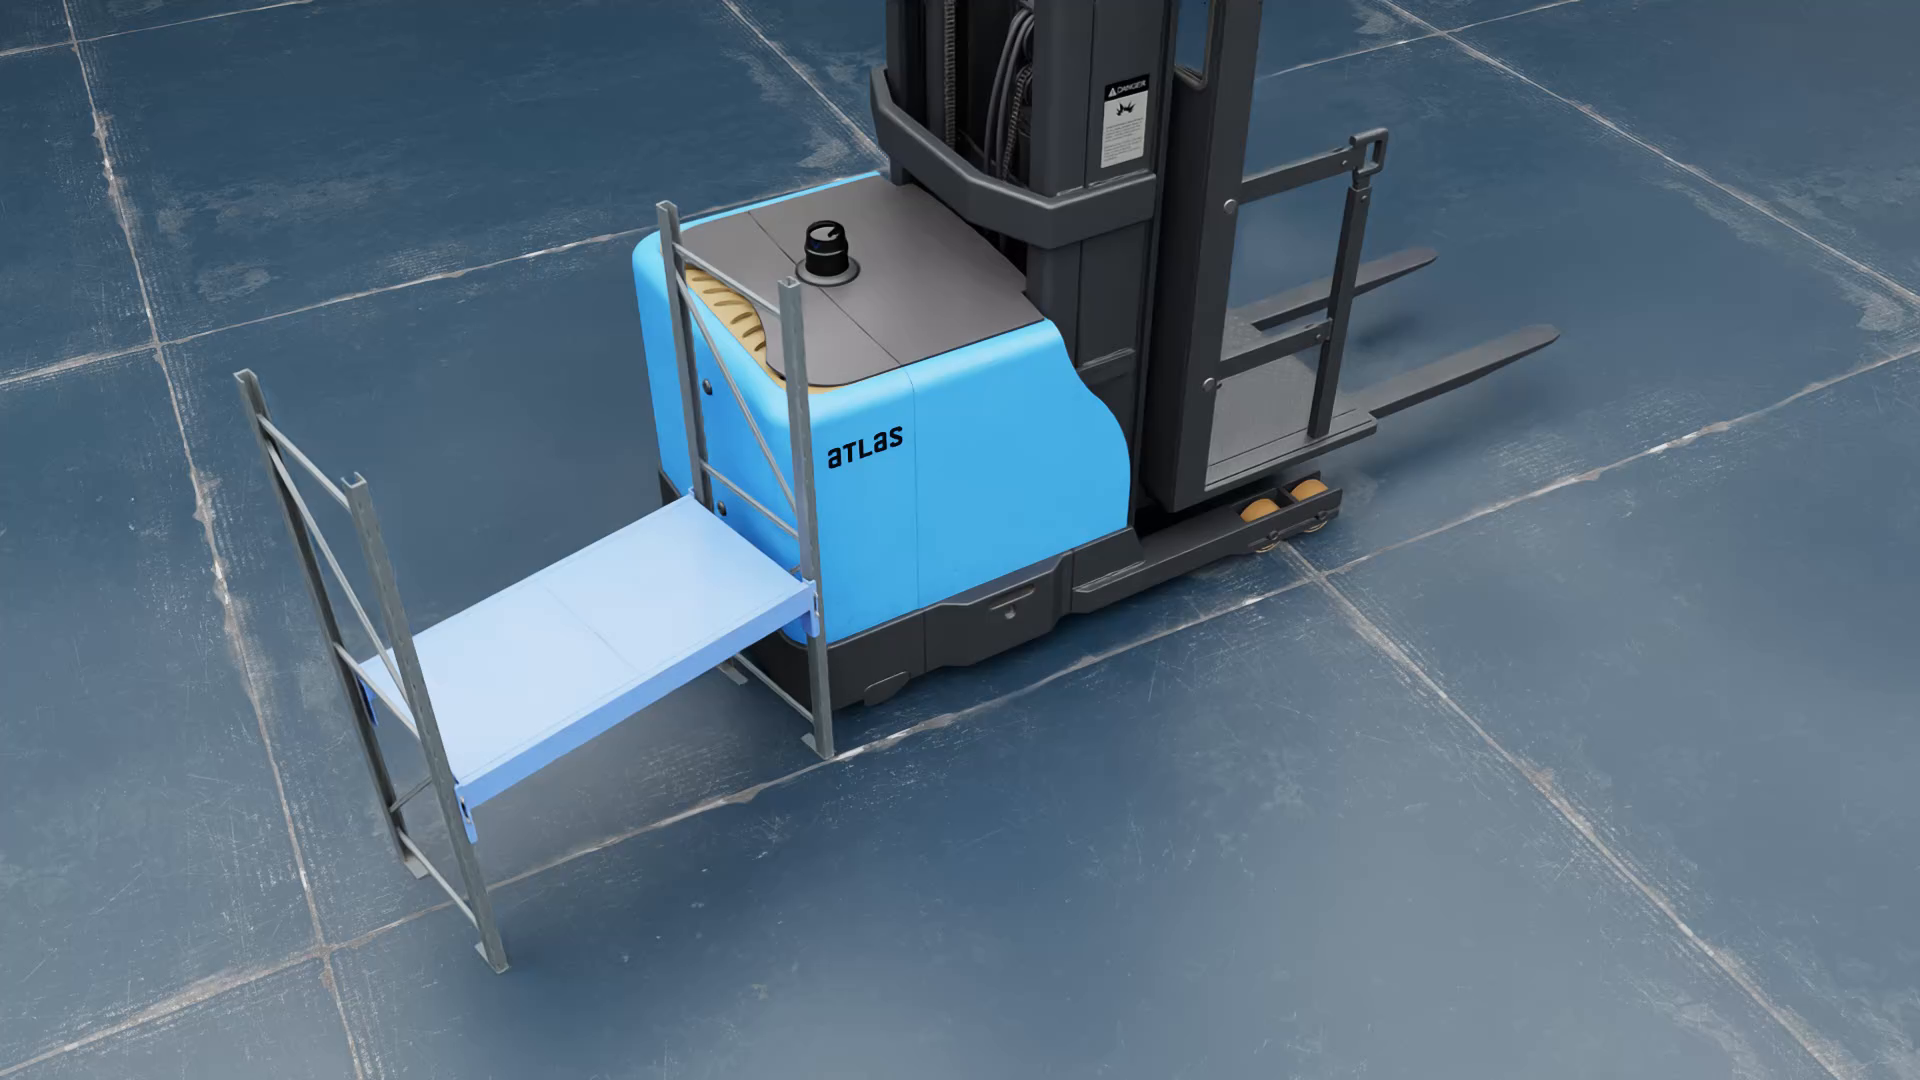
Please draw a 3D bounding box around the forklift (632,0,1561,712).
[{"bbox_3d":[0.612,-1.353,4.580,3.031,2.935,1.130,-21,45,-23],"label":"forklift"}]

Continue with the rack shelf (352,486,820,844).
[{"bbox_3d":[-0.897,0.268,4.052,1.000,0.185,0.538,-31,49,-31],"label":"rack shelf"}]

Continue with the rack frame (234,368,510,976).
[{"bbox_3d":[-1.271,0.353,3.672,0.032,1.500,0.500,-31,49,-31],"label":"rack frame"}]

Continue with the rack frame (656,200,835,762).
[{"bbox_3d":[-0.524,-0.093,4.199,0.032,1.500,0.500,-31,49,-31],"label":"rack frame"}]

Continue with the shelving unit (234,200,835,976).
[{"bbox_3d":[-0.897,0.130,3.935,1.048,1.500,0.538,-31,49,-31],"label":"shelving unit"}]
